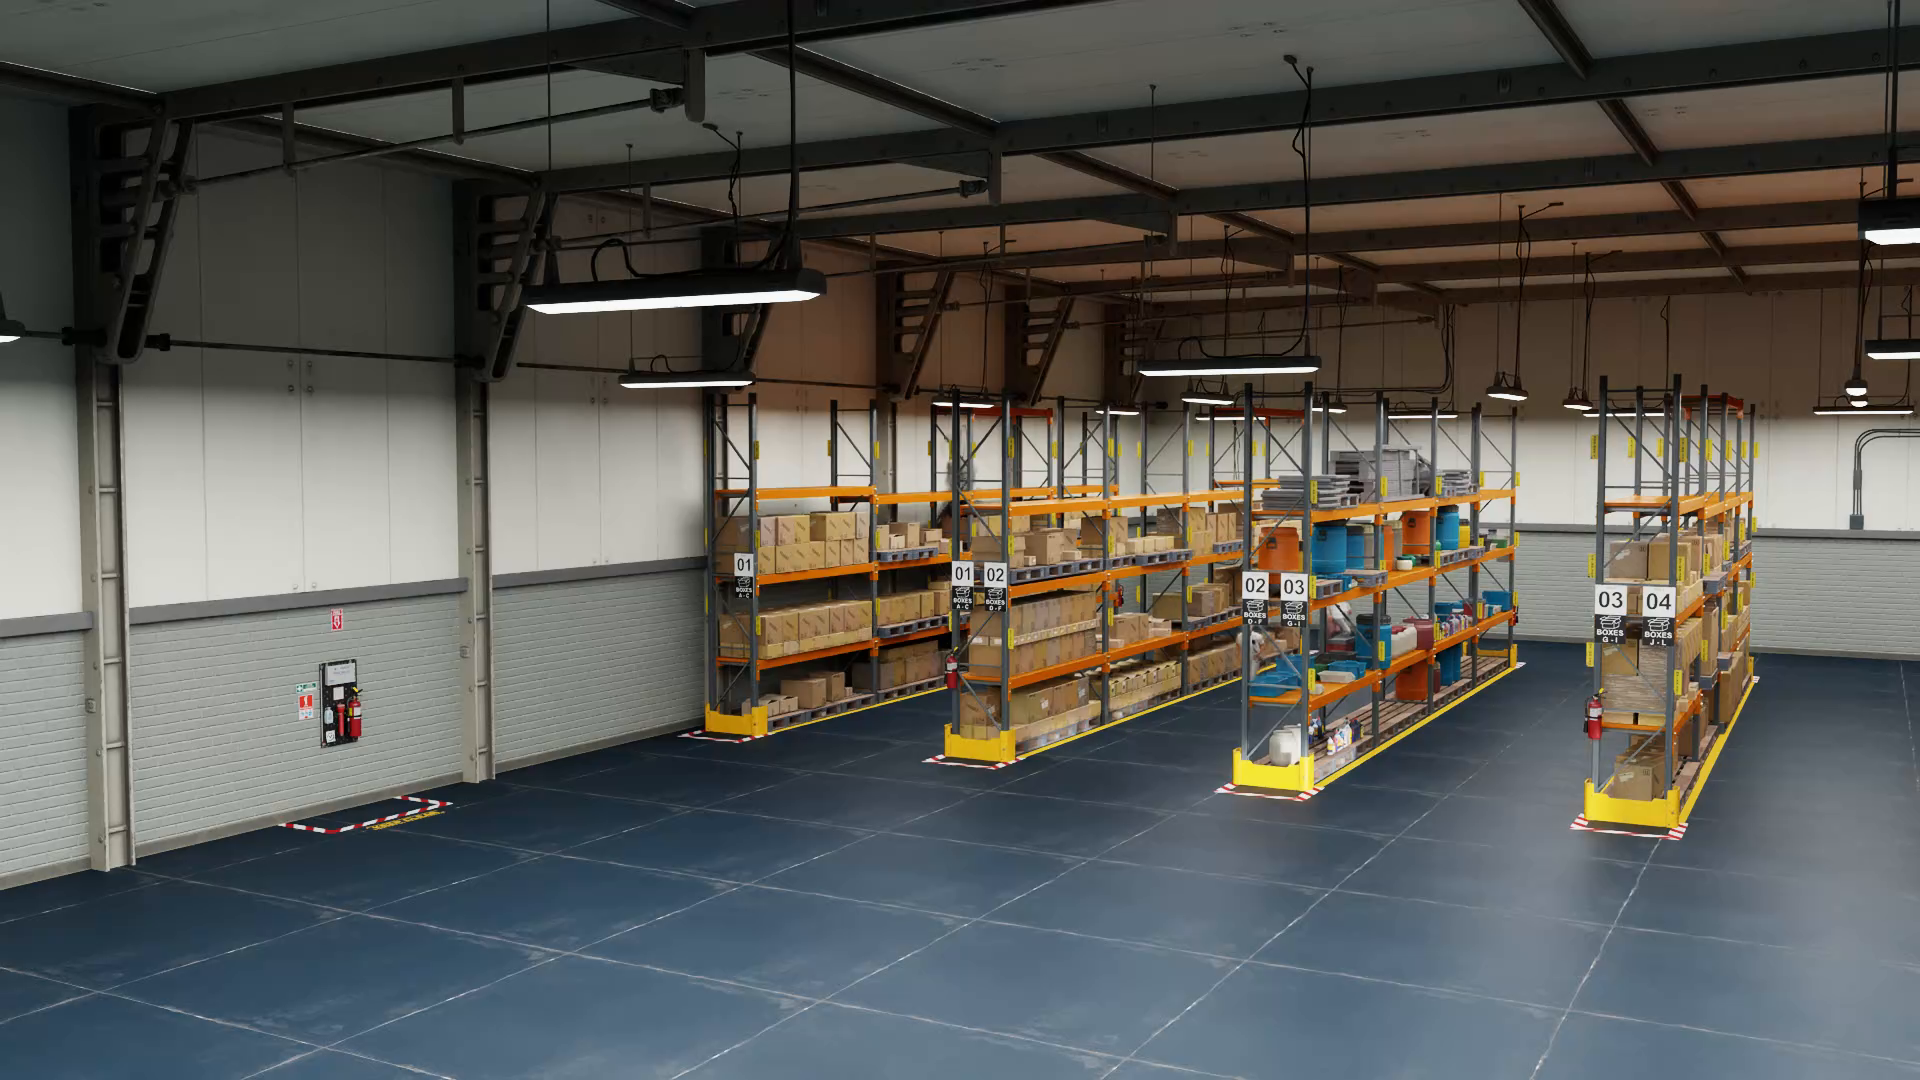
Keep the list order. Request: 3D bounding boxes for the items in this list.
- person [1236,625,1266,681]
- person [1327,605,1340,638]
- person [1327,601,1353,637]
[{"bbox_3d":[5.835,2.433,33.344,0.606,1.617,0.890,1,3,20],"label":"person"},{"bbox_3d":[9.332,1.946,41.755,0.603,1.622,0.526,0,3,-2],"label":"person"},{"bbox_3d":[9.382,1.940,40.961,0.696,1.780,0.663,-2,4,-39],"label":"person"}]
